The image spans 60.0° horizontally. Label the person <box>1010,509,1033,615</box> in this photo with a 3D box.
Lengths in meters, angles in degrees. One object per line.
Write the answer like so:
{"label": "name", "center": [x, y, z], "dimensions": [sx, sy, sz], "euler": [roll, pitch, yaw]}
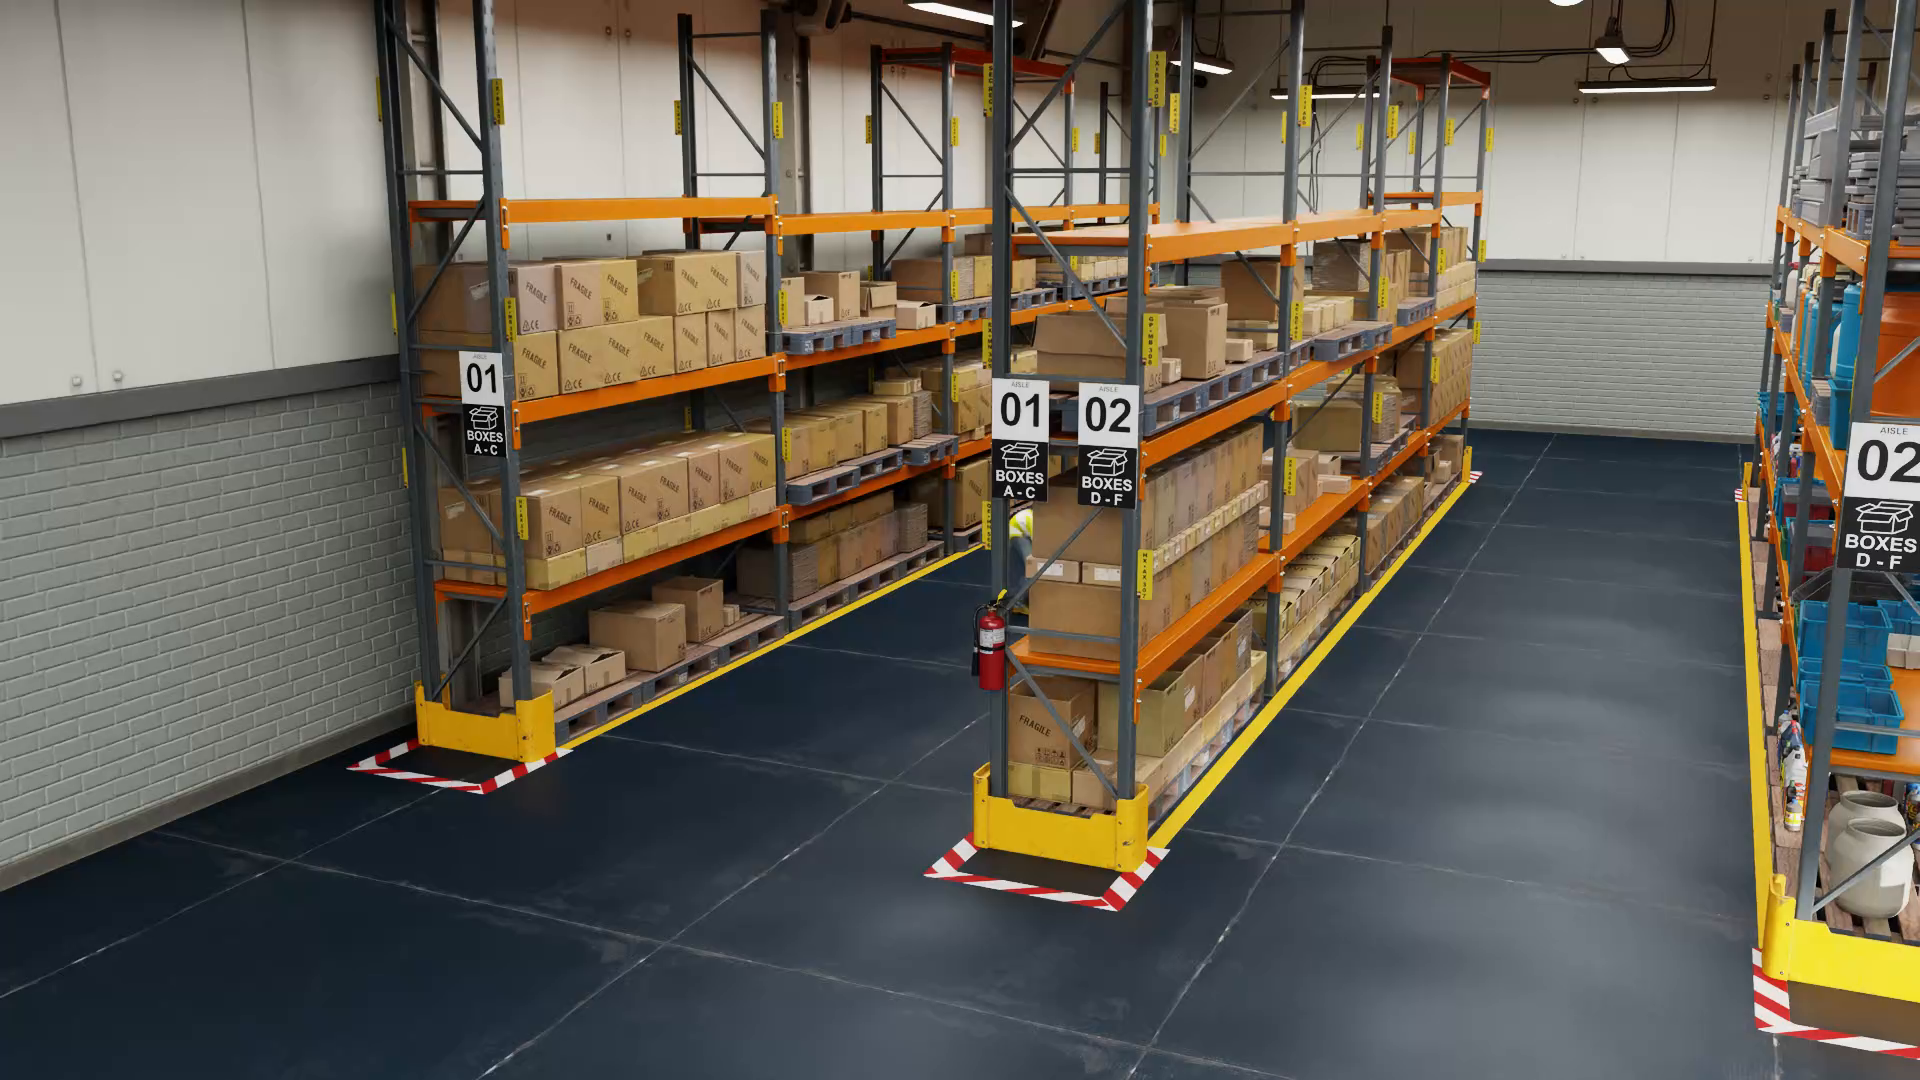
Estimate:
{"label": "person", "center": [0.949, 0.221, 17.410], "dimensions": [0.979, 1.119, 0.477], "euler": [5, 13, 21]}
